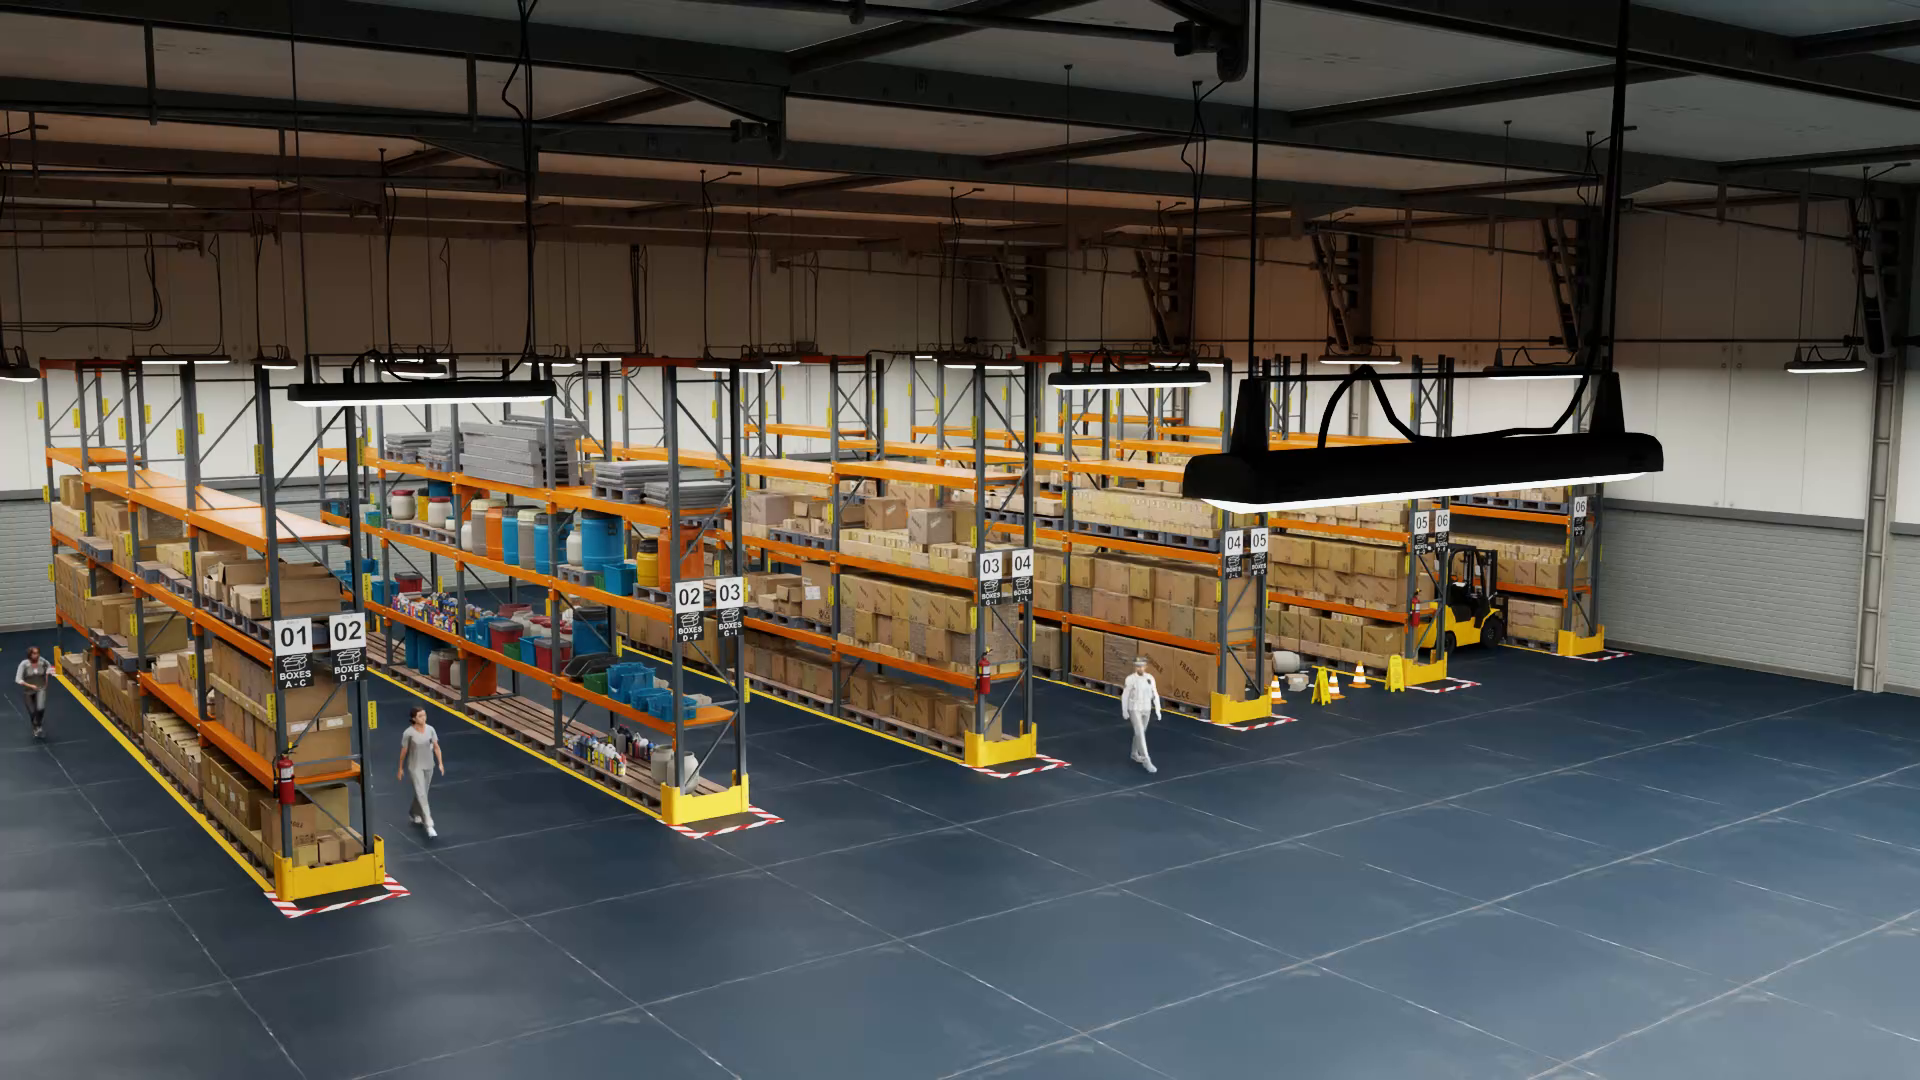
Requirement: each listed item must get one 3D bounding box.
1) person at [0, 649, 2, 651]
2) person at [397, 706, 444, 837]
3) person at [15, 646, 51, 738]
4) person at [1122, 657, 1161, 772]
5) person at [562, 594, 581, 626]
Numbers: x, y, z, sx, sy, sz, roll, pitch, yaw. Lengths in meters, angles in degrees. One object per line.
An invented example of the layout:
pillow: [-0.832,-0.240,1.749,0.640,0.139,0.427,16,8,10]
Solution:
person: [-19.875,1.442,33.545,0.891,1.730,0.559,-3,7,-22]
person: [-6.918,2.936,21.430,1.044,1.600,0.492,7,10,44]
person: [-14.693,2.399,26.403,0.488,1.511,0.782,-3,8,-27]
person: [2.716,2.542,24.639,0.512,1.642,0.865,-3,7,-20]
person: [-6.935,1.842,30.197,0.573,1.756,0.528,0,7,-4]
